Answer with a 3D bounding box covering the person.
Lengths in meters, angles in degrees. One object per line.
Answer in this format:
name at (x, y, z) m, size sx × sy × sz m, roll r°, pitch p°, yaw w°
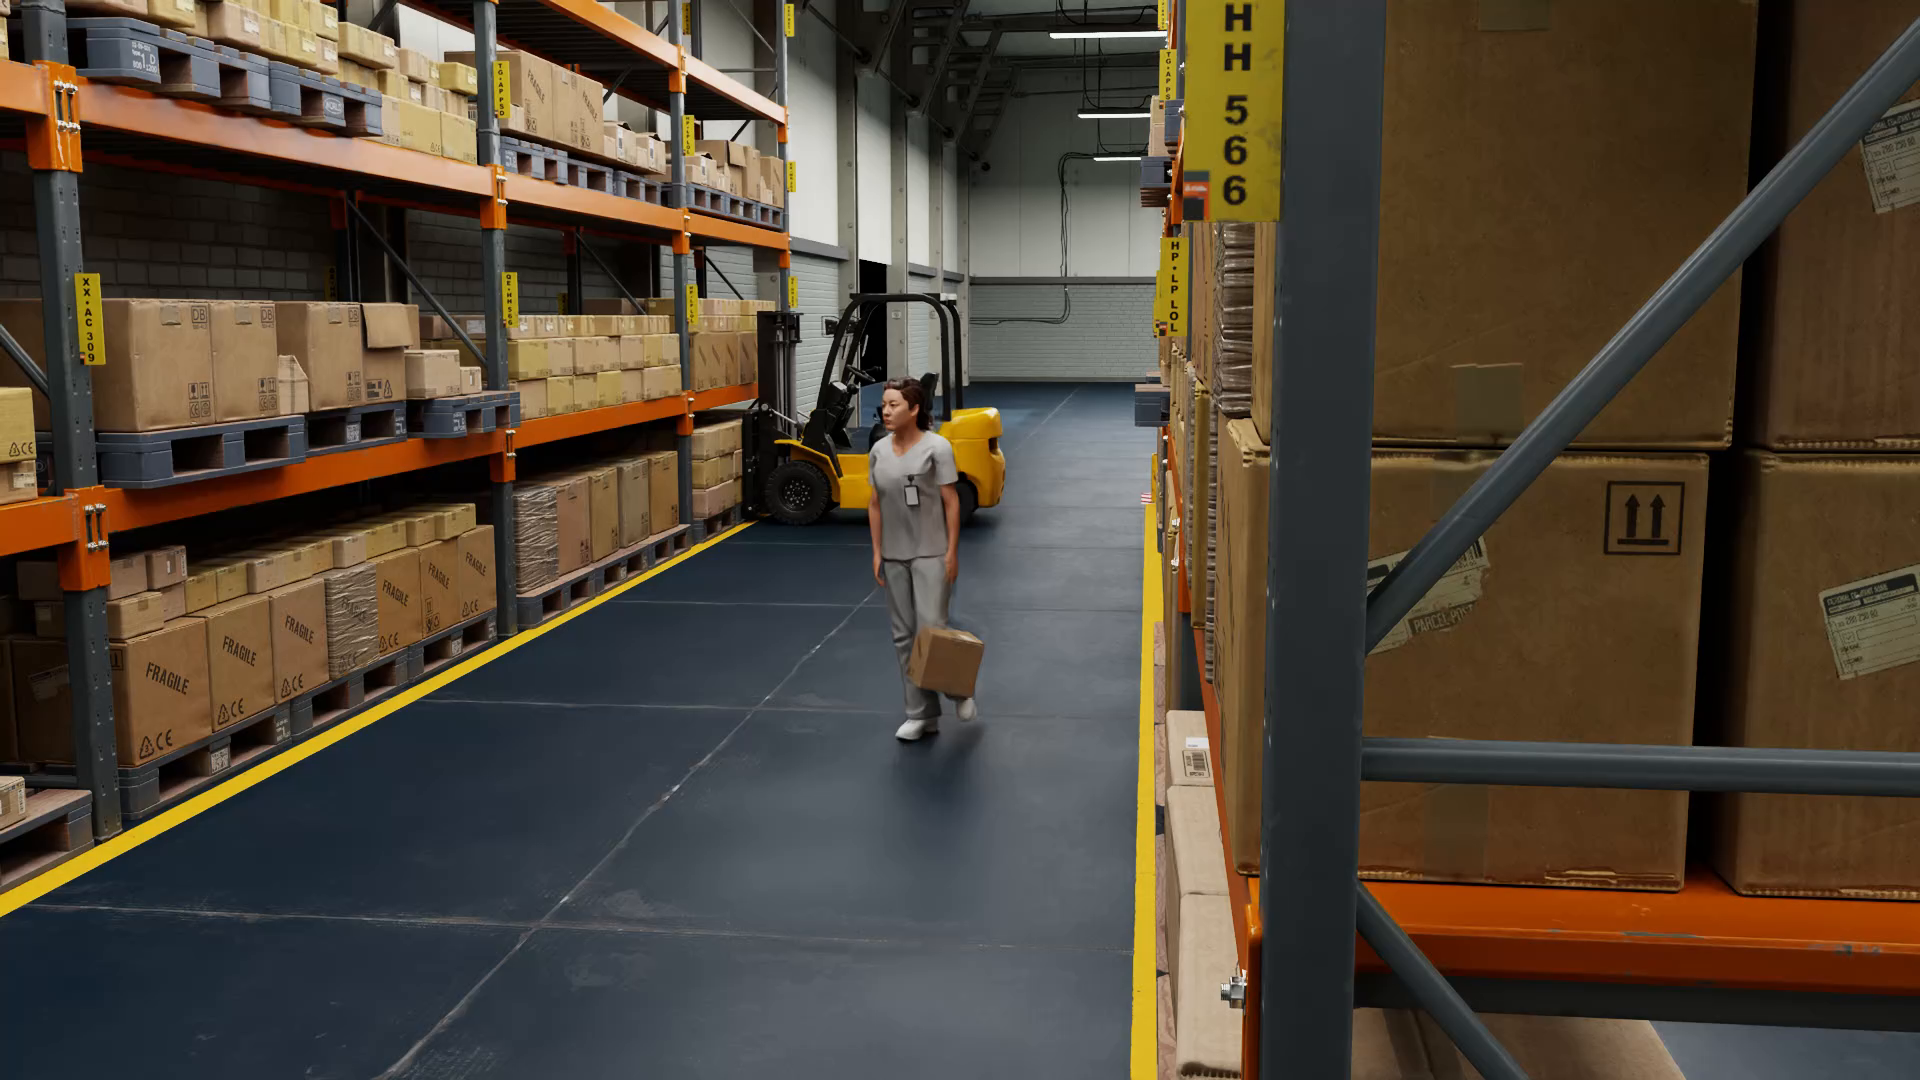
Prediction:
person at (-0.170, 0.082, 7.670) m, size 0.503 × 1.669 × 0.483 m, roll 4°, pitch 9°, yaw 30°
